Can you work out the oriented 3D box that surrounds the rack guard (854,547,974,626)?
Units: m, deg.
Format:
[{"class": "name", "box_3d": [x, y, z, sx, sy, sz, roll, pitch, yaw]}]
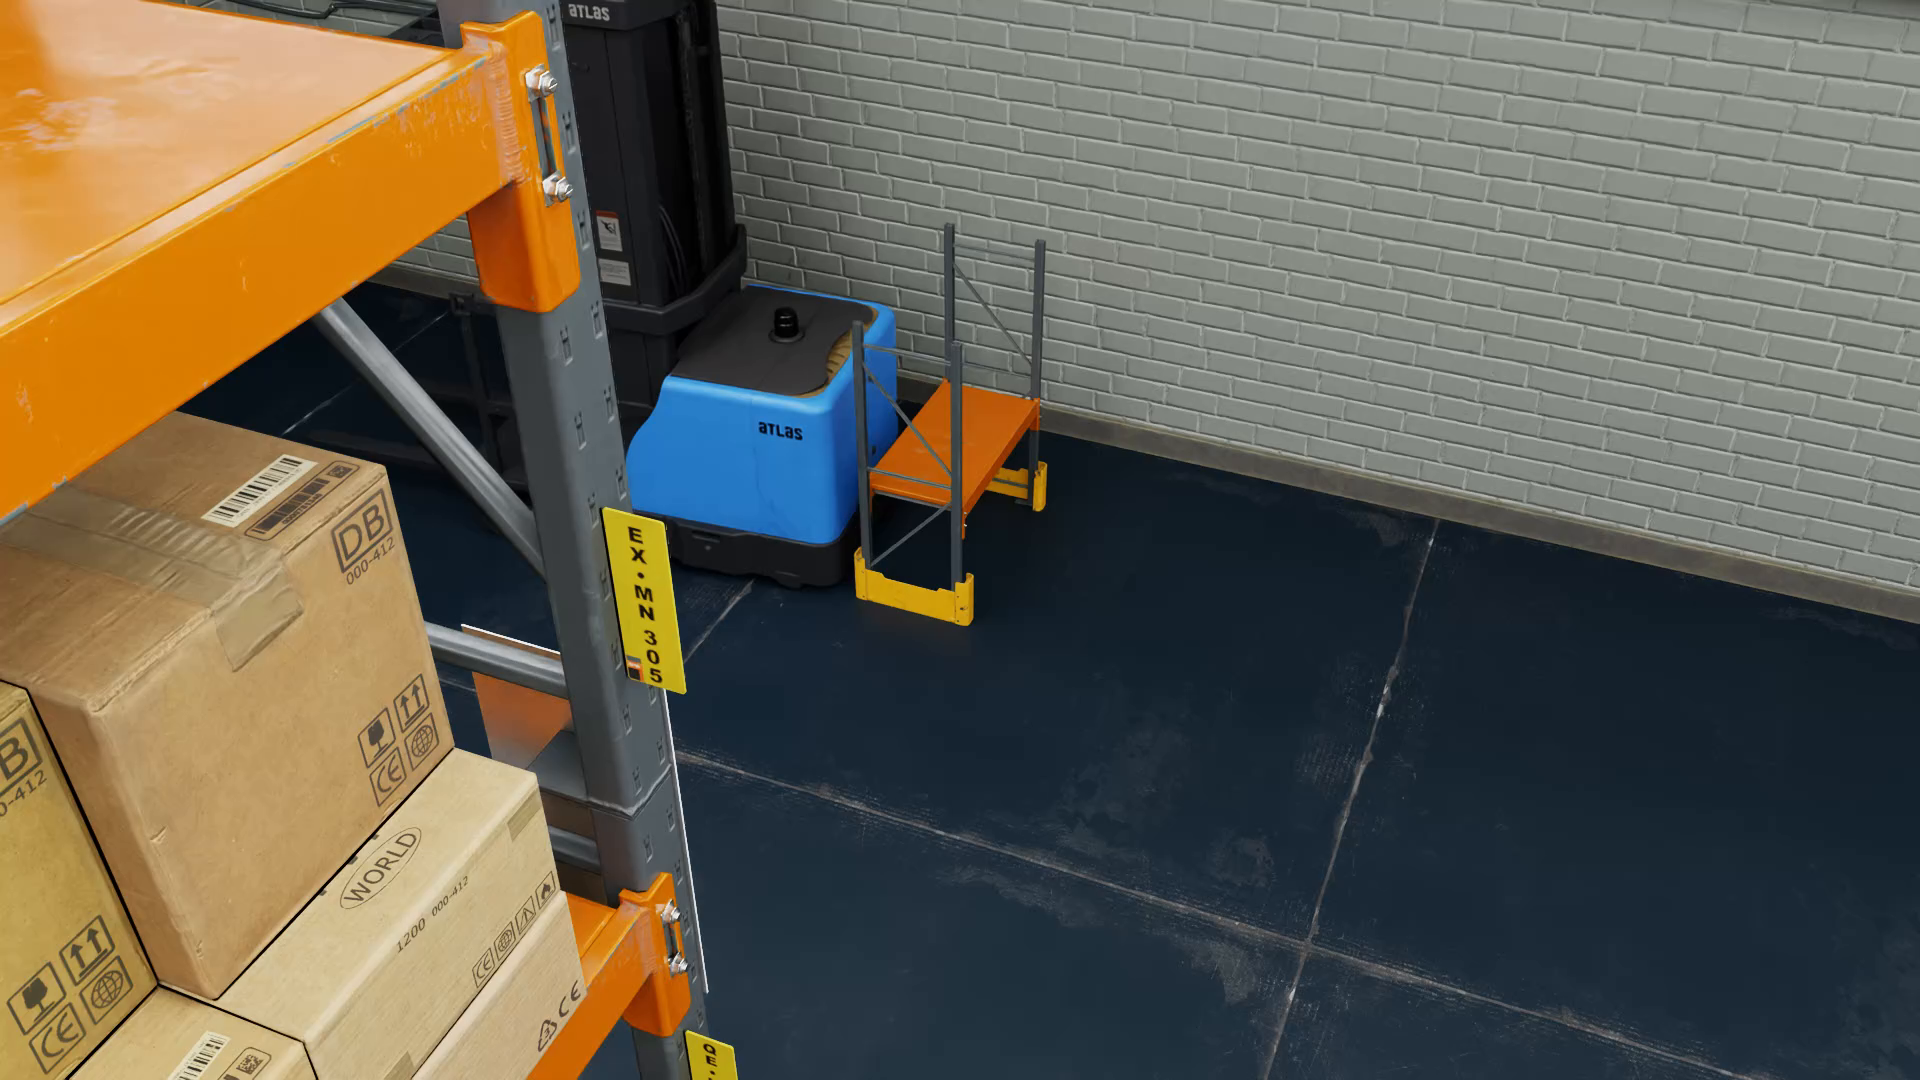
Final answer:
[{"class": "rack guard", "box_3d": [-0.219, 0.218, 7.851, 0.587, 0.250, 0.087, 14, 39, 18]}]

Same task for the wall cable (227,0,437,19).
[{"class": "wall cable", "box_3d": [-3.073, -3.822, 8.542, 3.097, 2.526, 0.112, 14, 39, 18]}]

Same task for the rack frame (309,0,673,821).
[{"class": "rack frame", "box_3d": [-0.973, -0.890, 2.025, 1.000, 3.000, 0.127, 14, 39, 18]}]

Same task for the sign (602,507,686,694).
[{"class": "sign", "box_3d": [-0.468, 0.095, 2.474, 0.100, 0.325, 0.005, 14, 39, 18]}]

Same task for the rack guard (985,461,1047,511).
[{"class": "rack guard", "box_3d": [0.160, -0.334, 8.589, 0.587, 0.250, 0.087, 14, 39, 18]}]

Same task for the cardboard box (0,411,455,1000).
[{"class": "cardboard box", "box_3d": [-1.154, 0.160, 2.208, 0.700, 0.500, 0.500, 14, 39, 18]}]

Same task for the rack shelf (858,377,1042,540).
[{"class": "rack shelf", "box_3d": [-0.032, -0.409, 7.947, 0.538, 0.185, 1.000, 14, 39, 18]}]

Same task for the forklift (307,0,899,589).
[{"class": "forklift", "box_3d": [-1.876, -1.451, 7.845, 3.031, 2.935, 1.130, 11, 38, 14]}]

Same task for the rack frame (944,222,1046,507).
[{"class": "rack frame", "box_3d": [0.161, -0.835, 8.216, 0.500, 1.500, 0.032, 14, 39, 18]}]

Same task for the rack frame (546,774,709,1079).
[{"class": "rack frame", "box_3d": [-0.973, 1.513, 3.821, 1.000, 3.000, 0.127, 14, 39, 18]}]

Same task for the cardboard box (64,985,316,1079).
[{"class": "cardboard box", "box_3d": [-1.123, 0.791, 1.990, 0.500, 0.250, 0.500, 14, 39, 18]}]

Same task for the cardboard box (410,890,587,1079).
[{"class": "cardboard box", "box_3d": [-0.925, 0.717, 2.507, 0.500, 0.250, 0.500, 14, 39, 18]}]

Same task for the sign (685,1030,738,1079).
[{"class": "sign", "box_3d": [-0.468, 1.061, 3.196, 0.100, 0.325, 0.005, 14, 39, 18]}]

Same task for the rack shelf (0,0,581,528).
[{"class": "rack shelf", "box_3d": [-1.734, 0.507, 0.760, 1.077, 0.370, 4.000, 14, 39, 18]}]

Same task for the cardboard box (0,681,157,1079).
[{"class": "cardboard box", "box_3d": [-1.422, 0.417, 1.864, 0.700, 0.500, 0.500, 14, 39, 18]}]

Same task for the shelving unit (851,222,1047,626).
[{"class": "shelving unit", "box_3d": [-0.029, -0.559, 7.846, 0.587, 1.500, 1.083, 14, 39, 18]}]

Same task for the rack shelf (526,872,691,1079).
[{"class": "rack shelf", "box_3d": [-1.734, 1.707, 1.657, 1.077, 0.370, 4.000, 14, 39, 18]}]

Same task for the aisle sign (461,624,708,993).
[{"class": "aisle sign", "box_3d": [-0.664, 0.504, 3.000, 0.394, 0.787, 0.004, 14, 39, 18]}]

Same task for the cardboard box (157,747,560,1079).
[{"class": "cardboard box", "box_3d": [-0.933, 0.514, 2.360, 0.500, 0.250, 0.500, 14, 39, 18]}]

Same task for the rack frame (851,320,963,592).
[{"class": "rack frame", "box_3d": [-0.226, -0.272, 7.463, 0.500, 1.500, 0.032, 14, 39, 18]}]
